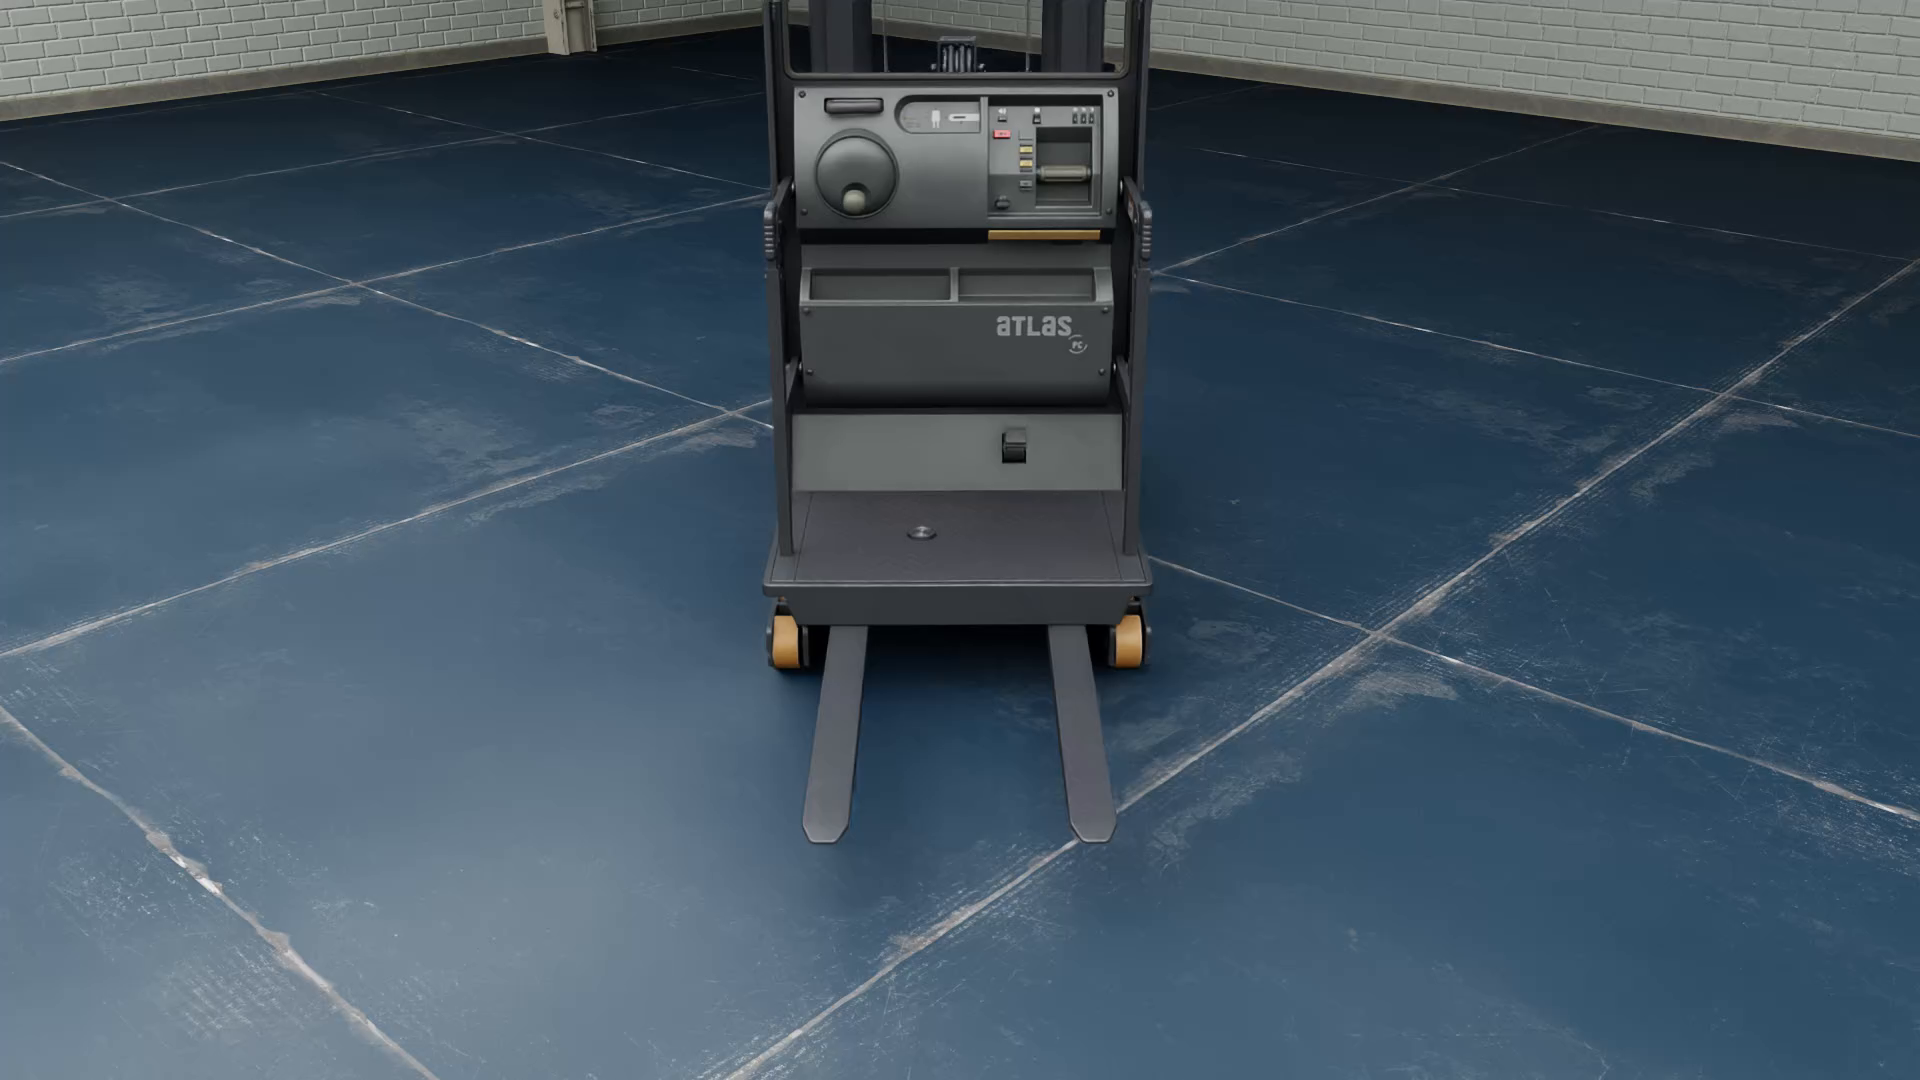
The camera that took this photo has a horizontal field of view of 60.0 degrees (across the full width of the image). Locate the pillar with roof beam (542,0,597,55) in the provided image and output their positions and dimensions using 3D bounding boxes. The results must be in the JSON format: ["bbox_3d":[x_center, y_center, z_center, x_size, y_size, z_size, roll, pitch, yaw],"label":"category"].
[{"bbox_3d":[-0.684,-7.833,12.221,9.100,9.000,0.400,20,31,38],"label":"pillar with roof beam"}]

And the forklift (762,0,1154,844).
[{"bbox_3d":[-0.007,-1.081,4.579,1.130,2.935,3.031,0,24,0],"label":"forklift"}]
